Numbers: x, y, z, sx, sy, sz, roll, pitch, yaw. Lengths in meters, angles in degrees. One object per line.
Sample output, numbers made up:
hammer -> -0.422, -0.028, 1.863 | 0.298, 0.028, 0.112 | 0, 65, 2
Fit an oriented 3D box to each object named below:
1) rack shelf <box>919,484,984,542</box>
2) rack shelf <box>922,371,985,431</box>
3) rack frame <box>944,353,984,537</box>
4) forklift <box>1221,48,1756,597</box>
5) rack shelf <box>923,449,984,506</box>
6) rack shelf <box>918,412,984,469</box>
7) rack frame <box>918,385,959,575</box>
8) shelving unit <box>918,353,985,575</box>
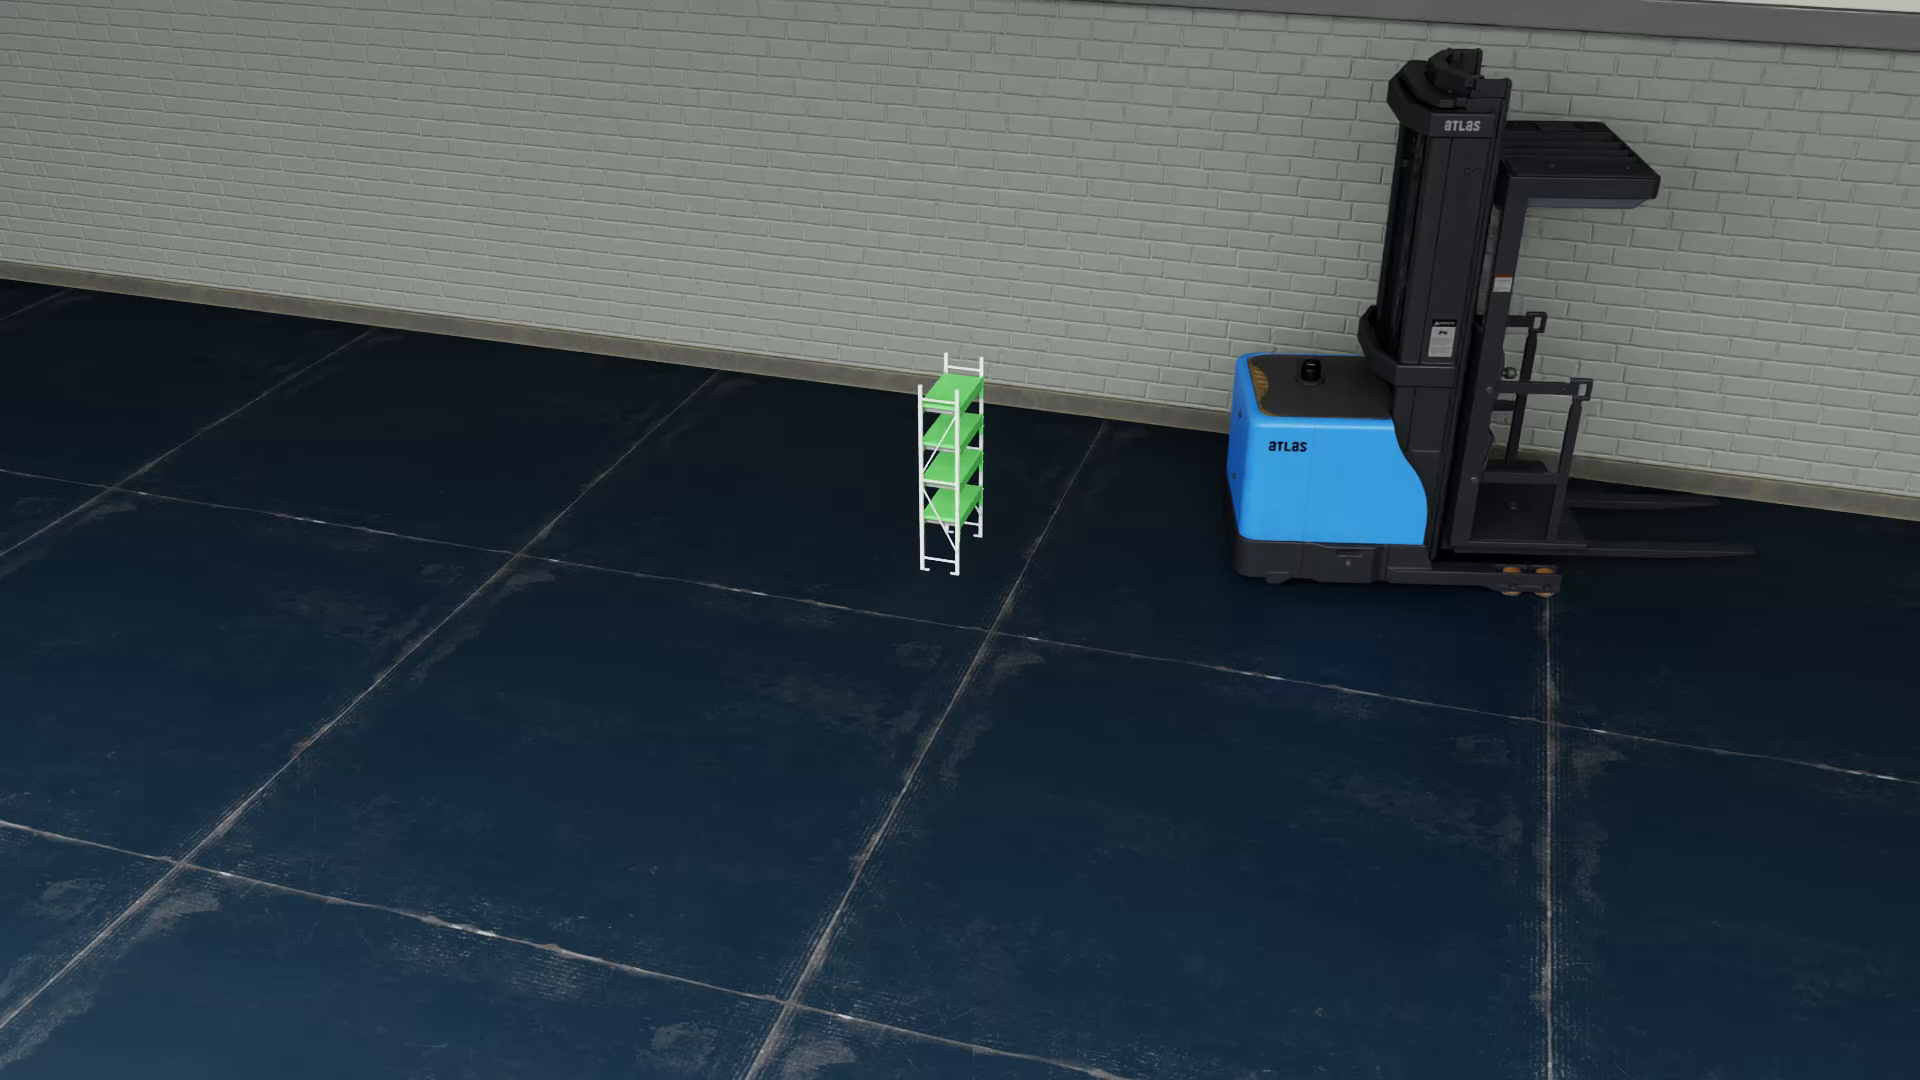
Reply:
rack shelf -> -0.049, -0.182, 10.003 | 0.258, 0.148, 0.480 | 8, 30, 15
rack shelf -> -0.049, -0.811, 9.653 | 0.258, 0.148, 0.480 | 8, 30, 15
rack frame -> 0.023, -0.561, 10.059 | 0.240, 1.200, 0.015 | 8, 30, 15
forklift -> 3.153, -1.217, 9.458 | 3.031, 2.935, 1.130 | 2, 29, 3
rack shelf -> -0.049, -0.392, 9.886 | 0.258, 0.148, 0.480 | 8, 30, 15
rack shelf -> -0.049, -0.601, 9.770 | 0.258, 0.148, 0.480 | 8, 30, 15
rack frame -> -0.120, -0.334, 9.651 | 0.240, 1.200, 0.015 | 8, 30, 15
shelving unit -> -0.049, -0.447, 9.855 | 0.258, 1.200, 0.503 | 8, 30, 15
